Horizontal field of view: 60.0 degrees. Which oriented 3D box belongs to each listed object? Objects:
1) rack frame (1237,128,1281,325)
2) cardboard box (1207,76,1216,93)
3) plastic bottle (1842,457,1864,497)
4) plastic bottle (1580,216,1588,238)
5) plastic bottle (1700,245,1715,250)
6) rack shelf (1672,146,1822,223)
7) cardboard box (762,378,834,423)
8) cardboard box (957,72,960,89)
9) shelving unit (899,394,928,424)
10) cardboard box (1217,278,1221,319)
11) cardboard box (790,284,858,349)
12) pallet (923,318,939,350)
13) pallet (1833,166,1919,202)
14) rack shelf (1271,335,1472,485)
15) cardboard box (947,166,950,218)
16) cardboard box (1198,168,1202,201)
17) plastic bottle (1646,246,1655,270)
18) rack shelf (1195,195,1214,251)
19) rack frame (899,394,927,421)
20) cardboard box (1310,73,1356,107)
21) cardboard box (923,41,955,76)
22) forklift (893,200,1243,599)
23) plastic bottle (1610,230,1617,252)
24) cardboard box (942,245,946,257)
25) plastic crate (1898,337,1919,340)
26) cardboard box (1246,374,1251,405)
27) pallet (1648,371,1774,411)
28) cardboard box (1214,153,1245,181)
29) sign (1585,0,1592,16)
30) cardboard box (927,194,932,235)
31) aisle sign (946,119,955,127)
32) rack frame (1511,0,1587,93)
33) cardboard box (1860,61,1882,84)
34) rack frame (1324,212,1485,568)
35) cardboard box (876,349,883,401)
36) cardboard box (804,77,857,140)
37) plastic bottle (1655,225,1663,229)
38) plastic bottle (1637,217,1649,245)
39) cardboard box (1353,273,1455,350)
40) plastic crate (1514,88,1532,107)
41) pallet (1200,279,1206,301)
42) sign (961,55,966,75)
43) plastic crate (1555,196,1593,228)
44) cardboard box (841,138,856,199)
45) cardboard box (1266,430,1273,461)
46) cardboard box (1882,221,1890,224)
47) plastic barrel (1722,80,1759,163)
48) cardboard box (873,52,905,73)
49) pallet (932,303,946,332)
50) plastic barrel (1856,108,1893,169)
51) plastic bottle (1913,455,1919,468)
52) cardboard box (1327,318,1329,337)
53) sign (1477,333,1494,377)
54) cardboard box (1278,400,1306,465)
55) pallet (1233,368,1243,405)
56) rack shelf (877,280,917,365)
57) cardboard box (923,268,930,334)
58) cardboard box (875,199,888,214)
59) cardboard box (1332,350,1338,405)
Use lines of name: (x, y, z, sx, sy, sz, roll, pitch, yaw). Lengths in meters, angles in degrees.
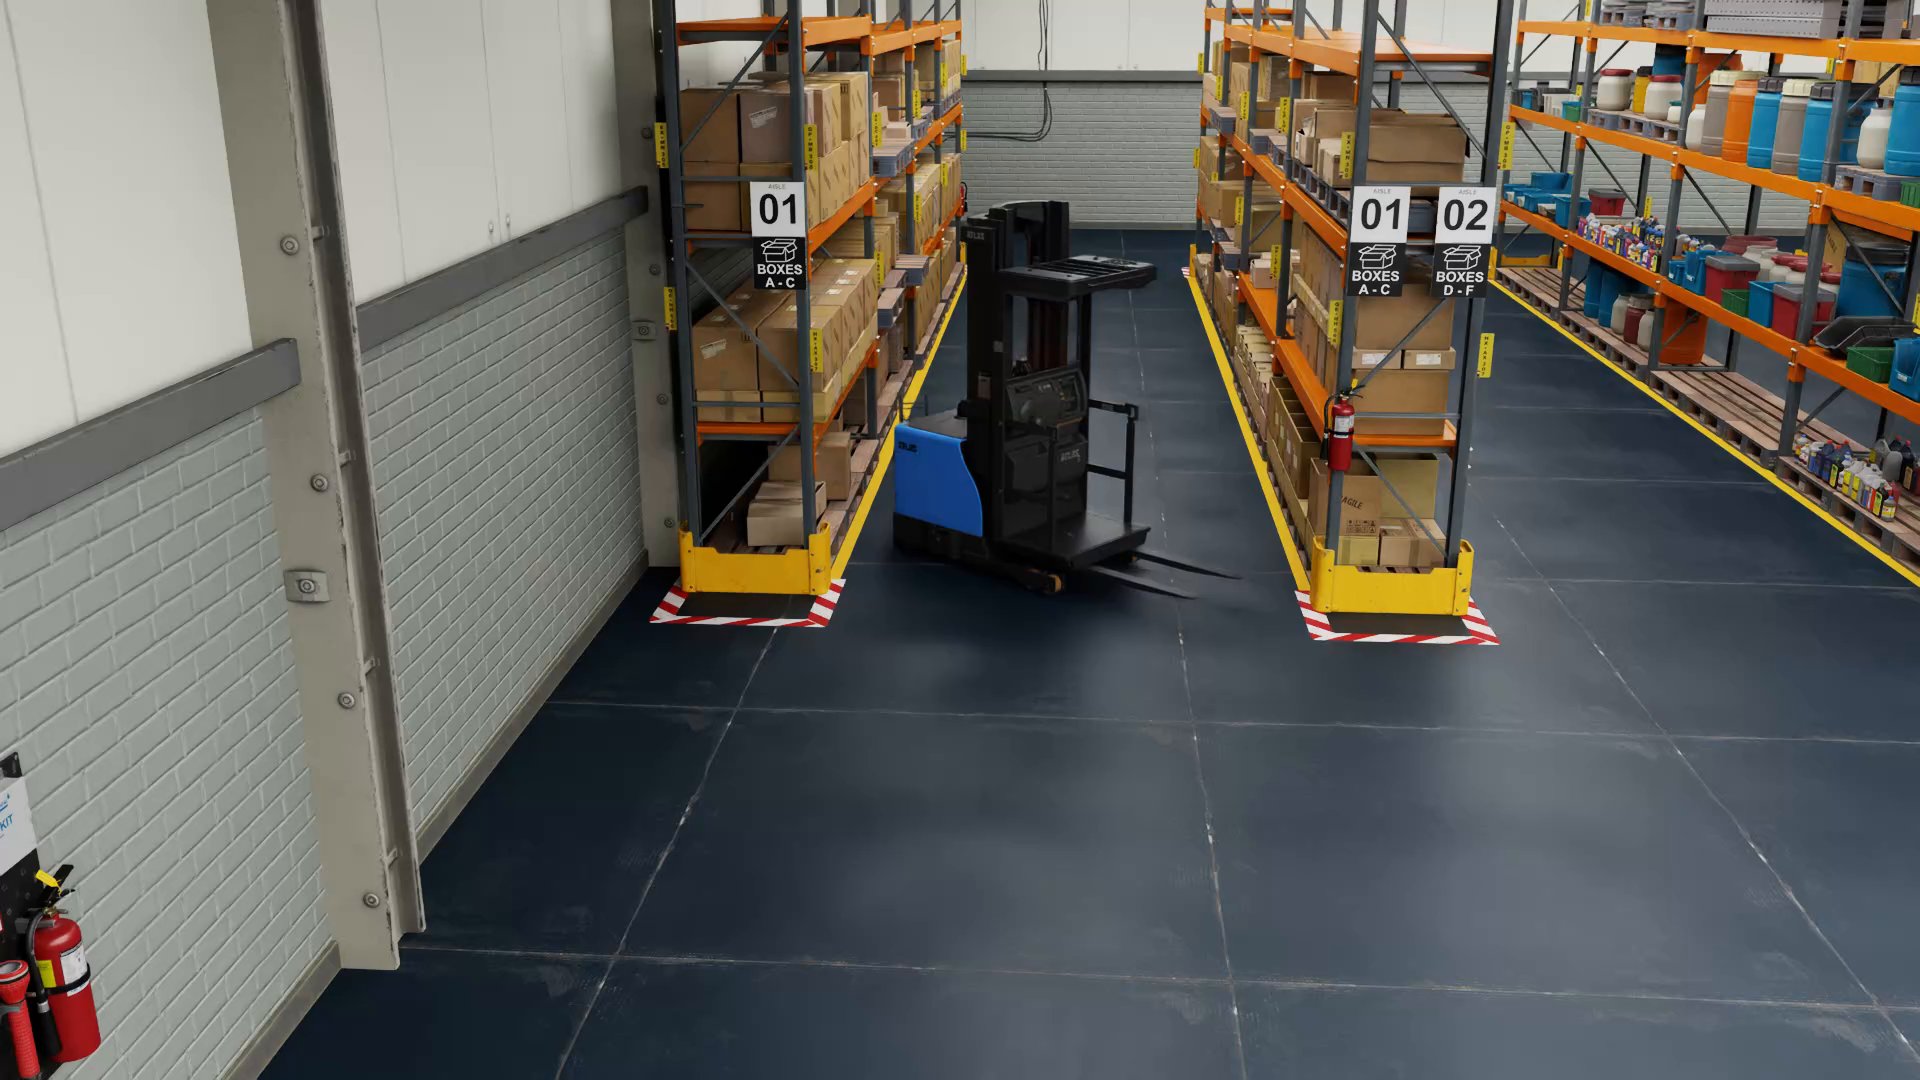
rack frame: (3.883, -3.408, 20.005, 1.000, 3.000, 0.127, 1, 18, 4)
cardboard box: (4.088, -7.020, 25.650, 0.500, 0.250, 0.500, 1, 18, 4)
plastic bottle: (8.021, -0.572, 14.898, 0.144, 0.351, 0.185, 1, 18, 3)
plastic bottle: (8.649, -4.337, 23.029, 0.061, 0.283, 0.133, 1, 18, 4)
plastic bottle: (9.210, -3.508, 20.510, 0.152, 0.276, 0.135, 1, 18, 4)
rack shelf: (8.680, -3.758, 17.414, 1.077, 0.370, 4.000, 1, 18, 4)
cardboard box: (-1.280, -1.115, 13.218, 0.500, 0.250, 0.500, 1, 18, 2)
cardboard box: (-0.272, -7.370, 26.685, 0.500, 0.250, 0.500, 2, 18, 6)
shelving unit: (-0.399, -0.669, 14.537, 0.258, 1.200, 0.189, -2, 18, -5)
cardboard box: (3.865, -3.360, 23.169, 0.500, 0.500, 0.500, 2, 18, 5)
cardboard box: (-1.184, -1.943, 14.539, 0.500, 0.500, 0.500, 2, 18, 6)
pallet: (-0.836, -2.813, 22.669, 1.003, 0.211, 1.213, 1, 18, 4)
pallet: (8.583, -3.163, 14.745, 1.213, 0.211, 1.003, 1, 18, 4)
rack shelf: (3.453, -1.202, 14.430, 1.077, 0.370, 4.000, 1, 18, 4)
cardboard box: (-0.658, -5.297, 25.289, 0.980, 0.700, 0.700, 1, 18, 3)
cardboard box: (4.162, -5.808, 27.170, 0.500, 0.500, 0.500, 2, 18, 5)
plastic bottle: (8.444, -3.447, 20.314, 0.061, 0.283, 0.133, 1, 18, 4)
rack shelf: (4.313, -4.929, 25.805, 1.077, 0.370, 4.000, 1, 18, 4)
rack frame: (-0.408, -0.697, 14.624, 0.240, 1.200, 0.006, -2, 18, -5)
cardboard box: (3.680, -4.266, 16.170, 0.500, 0.500, 0.500, 2, 18, 5)
cardboard box: (-0.341, -7.409, 25.600, 0.500, 0.500, 0.500, 0, 18, 1)
forklift: (0.853, -1.141, 13.198, 3.031, 2.935, 1.130, 16, 24, 40)
plastic bottle: (8.572, -3.917, 21.765, 0.097, 0.271, 0.097, 0, 18, 0)
cardboard box: (-0.409, -4.412, 25.368, 0.380, 0.149, 0.250, 2, 18, 6)
plastic crate: (8.728, -1.633, 14.829, 0.499, 0.251, 0.616, 1, 18, 4)
cardboard box: (3.449, -1.668, 18.436, 0.500, 0.250, 0.500, 2, 18, 5)
pallet: (8.729, -1.731, 19.367, 1.003, 0.211, 1.213, 1, 18, 4)
cardboard box: (3.948, -5.335, 24.122, 0.500, 0.500, 0.500, 1, 18, 4)
sign: (9.947, -8.471, 26.341, 0.100, 0.325, 0.005, 1, 18, 4)
cardboard box: (-0.655, -4.339, 22.177, 0.500, 0.500, 0.500, 2, 18, 5)
aisle sign: (-0.180, -7.253, 27.565, 0.394, 0.787, 0.004, 1, 18, 4)
rack frame: (9.397, -8.631, 26.313, 1.000, 3.000, 0.127, 1, 18, 4)
cardboard box: (14.193, -7.055, 25.325, 0.700, 0.500, 0.500, 1, 18, 2)
rack frame: (3.310, -0.923, 12.423, 1.000, 3.000, 0.127, 1, 18, 4)
cardboard box: (-1.245, -1.844, 18.542, 0.700, 0.500, 0.500, 1, 18, 5)
cardboard box: (-1.166, -3.738, 14.397, 0.500, 0.500, 0.500, 1, 18, 2)
plastic bottle: (9.342, -4.080, 22.255, 0.152, 0.276, 0.135, 1, 18, 4)
plastic bottle: (9.214, -4.168, 22.405, 0.144, 0.351, 0.185, 1, 18, 4)
cardboard box: (3.360, -1.748, 12.697, 0.700, 0.500, 0.500, 1, 18, 4)
plastic crate: (9.092, -7.031, 26.455, 0.497, 0.269, 0.590, 1, 18, 4)
pallet: (4.305, -3.918, 26.041, 1.003, 0.211, 1.213, 1, 18, 4)
sign: (0.056, -7.794, 27.279, 0.100, 0.325, 0.005, 1, 18, 4)
plastic crate: (8.804, -4.712, 23.915, 0.392, 0.384, 0.575, 1, 18, 4)
cardboard box: (-1.185, -3.265, 14.561, 0.500, 0.500, 0.500, 1, 18, 2)
cardboard box: (3.261, -0.921, 16.158, 0.500, 0.250, 0.500, 1, 18, 4)
cardboard box: (13.819, -4.730, 24.444, 0.380, 0.149, 0.250, 2, 18, 5)
plastic barrel: (8.501, -4.472, 17.747, 0.600, 0.830, 0.708, 1, 18, 4)
cardboard box: (-0.990, -6.356, 22.113, 0.500, 0.250, 0.500, 1, 18, 2)
pallet: (-0.751, -3.193, 23.828, 1.003, 0.211, 1.213, 1, 18, 4)
plastic barrel: (8.310, -3.602, 14.928, 0.421, 0.512, 0.421, 0, 18, 0)
plastic bottle: (8.741, -0.638, 15.099, 0.144, 0.351, 0.185, 1, 18, 4)
cardboard box: (3.221, -1.722, 13.659, 0.380, 0.149, 0.250, 2, 18, 6)
sign: (3.863, -1.358, 12.232, 0.100, 0.325, 0.005, 1, 18, 4)
cardboard box: (3.179, -0.967, 15.094, 0.500, 0.500, 0.500, 1, 18, 4)
pallet: (3.785, -1.828, 19.662, 1.003, 0.211, 1.213, 1, 18, 4)
rack shelf: (-1.201, -2.554, 18.556, 1.077, 0.370, 4.000, 1, 18, 4)
cardboard box: (-0.805, -3.192, 22.127, 0.750, 0.750, 0.750, 1, 18, 4)
cardboard box: (-1.053, -3.974, 19.825, 0.380, 0.149, 0.250, -1, 18, -3)
cardboard box: (3.389, -1.278, 13.347, 0.700, 0.500, 0.500, 2, 18, 5)
